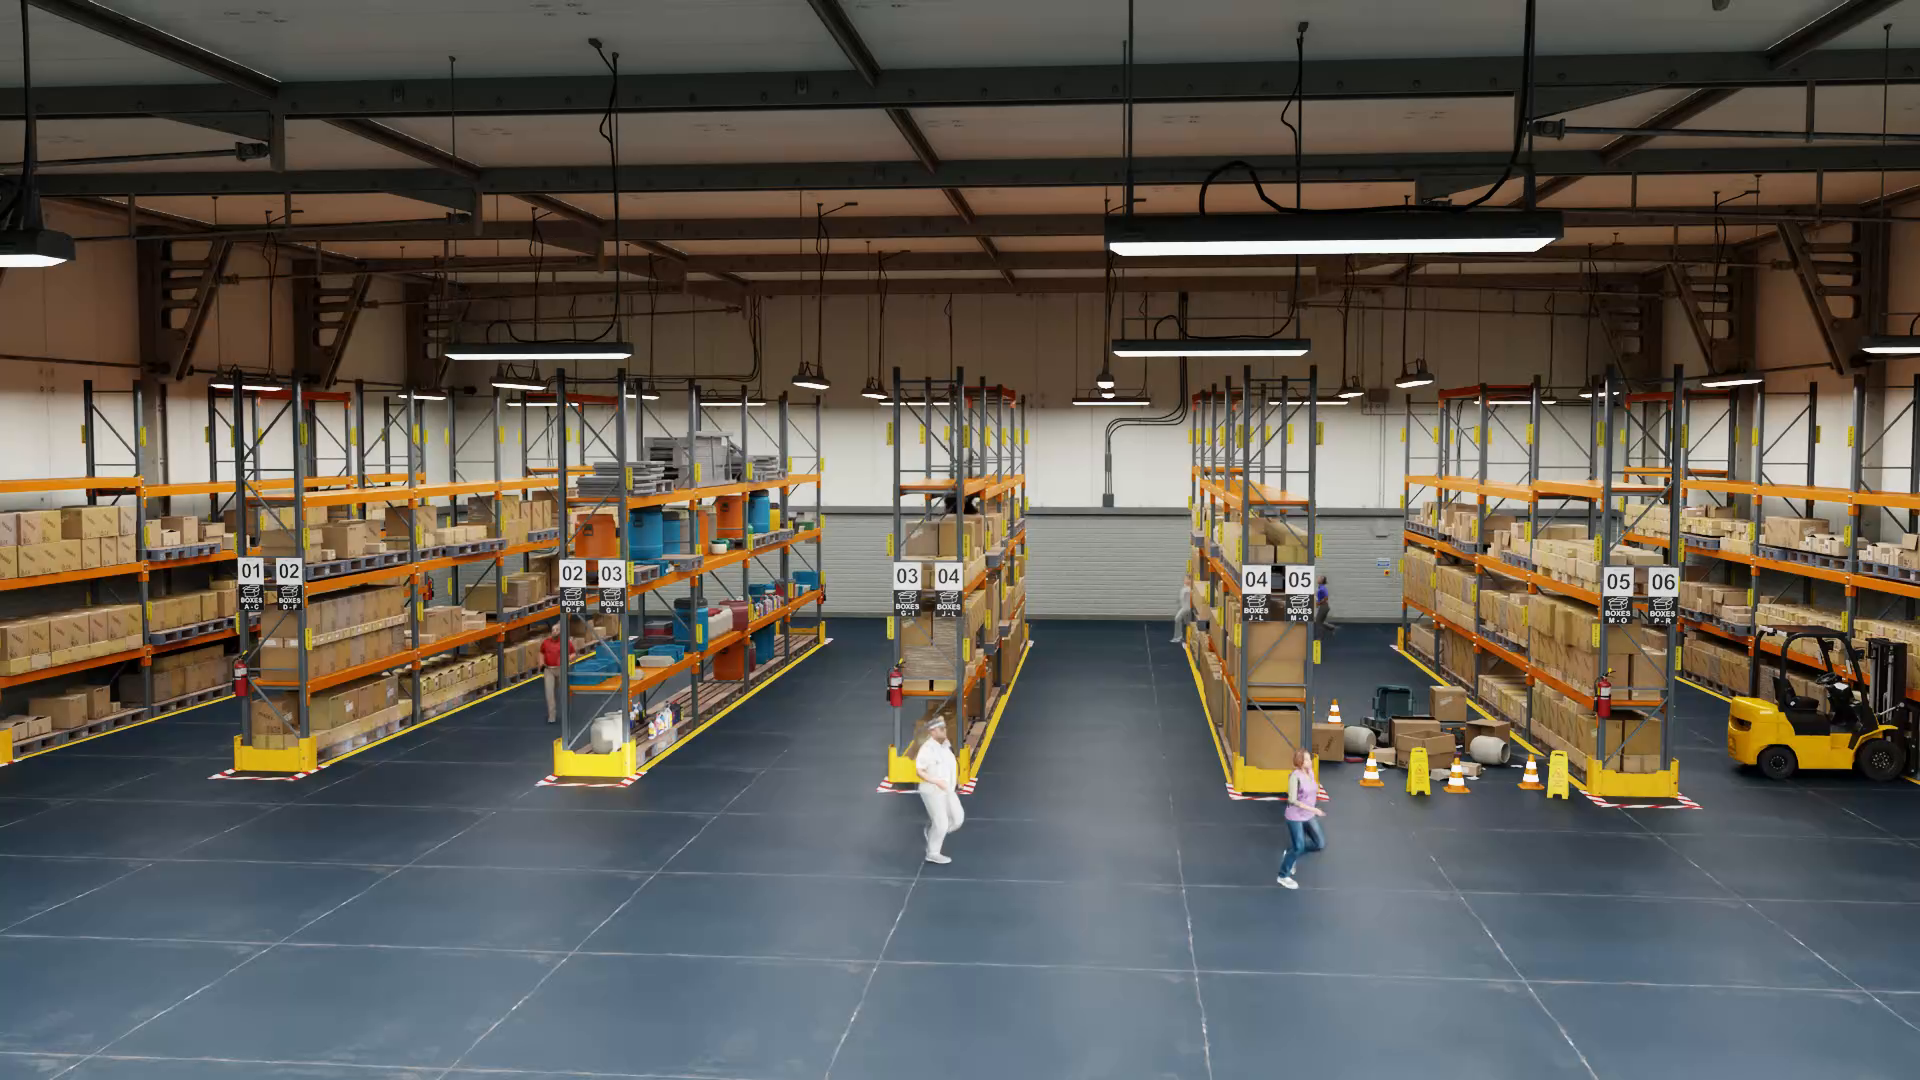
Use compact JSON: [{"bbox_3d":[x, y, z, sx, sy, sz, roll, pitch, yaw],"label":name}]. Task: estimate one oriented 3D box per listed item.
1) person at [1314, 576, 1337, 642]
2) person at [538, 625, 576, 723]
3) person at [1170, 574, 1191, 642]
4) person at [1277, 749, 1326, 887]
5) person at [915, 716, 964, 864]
[{"bbox_3d":[8.907,1.689,40.539,0.611,1.634,0.577,1,4,10],"label":"person"},{"bbox_3d":[-7.120,2.333,29.334,0.675,1.689,0.830,0,4,-2],"label":"person"},{"bbox_3d":[5.531,1.672,40.476,0.761,1.679,0.643,-1,4,-12],"label":"person"},{"bbox_3d":[3.815,3.090,18.419,0.567,1.543,0.630,-3,5,-44],"label":"person"},{"bbox_3d":[-0.226,2.919,19.478,0.555,1.736,0.640,3,4,36],"label":"person"}]
